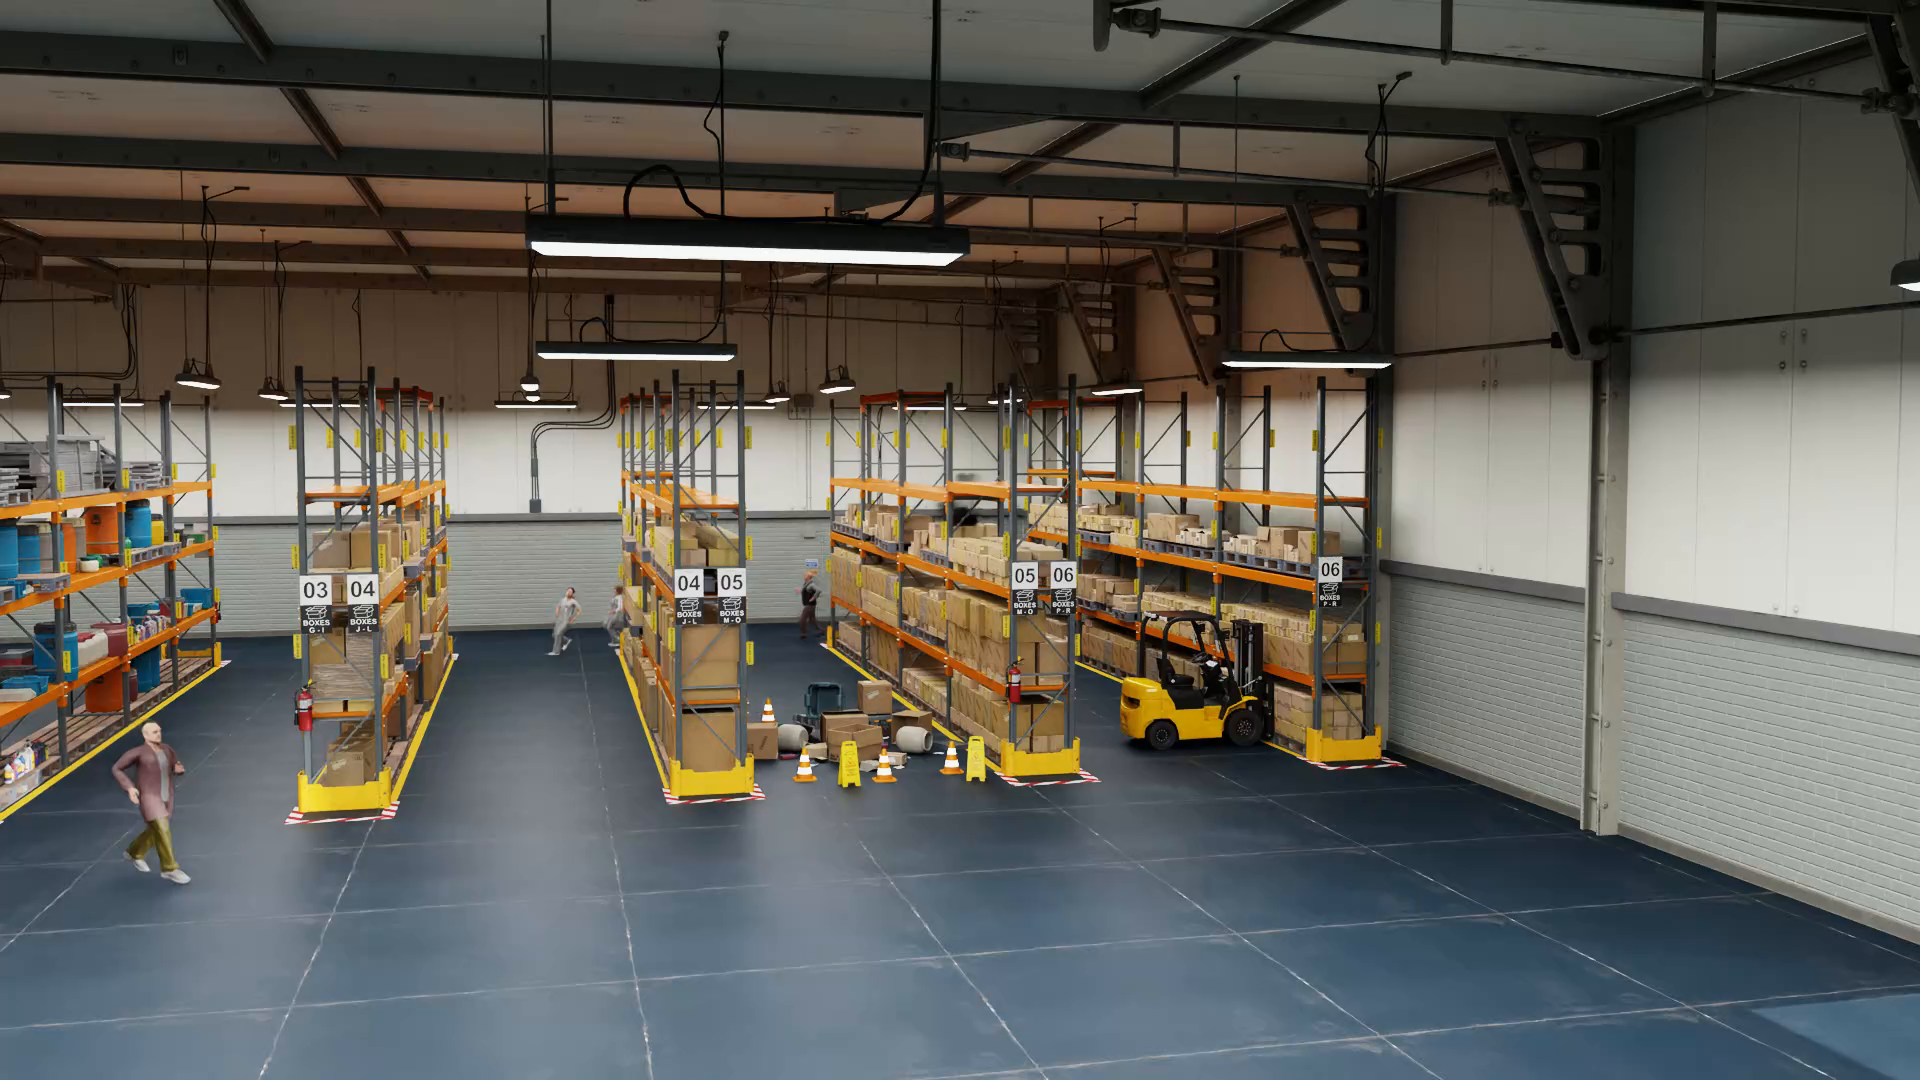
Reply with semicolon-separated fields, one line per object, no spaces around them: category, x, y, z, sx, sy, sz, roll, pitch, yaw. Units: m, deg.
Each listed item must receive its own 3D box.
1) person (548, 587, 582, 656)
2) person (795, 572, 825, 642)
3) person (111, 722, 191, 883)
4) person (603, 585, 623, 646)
person;-9.177;1.894;38.688;0.636;1.594;0.694;2;4;30
person;-3.733;1.672;41.511;0.774;1.776;0.609;-1;3;-13
person;-9.145;2.956;18.884;1.042;1.781;0.697;1;4;17
person;-8.402;1.839;40.238;0.474;1.511;0.632;-1;4;-15
